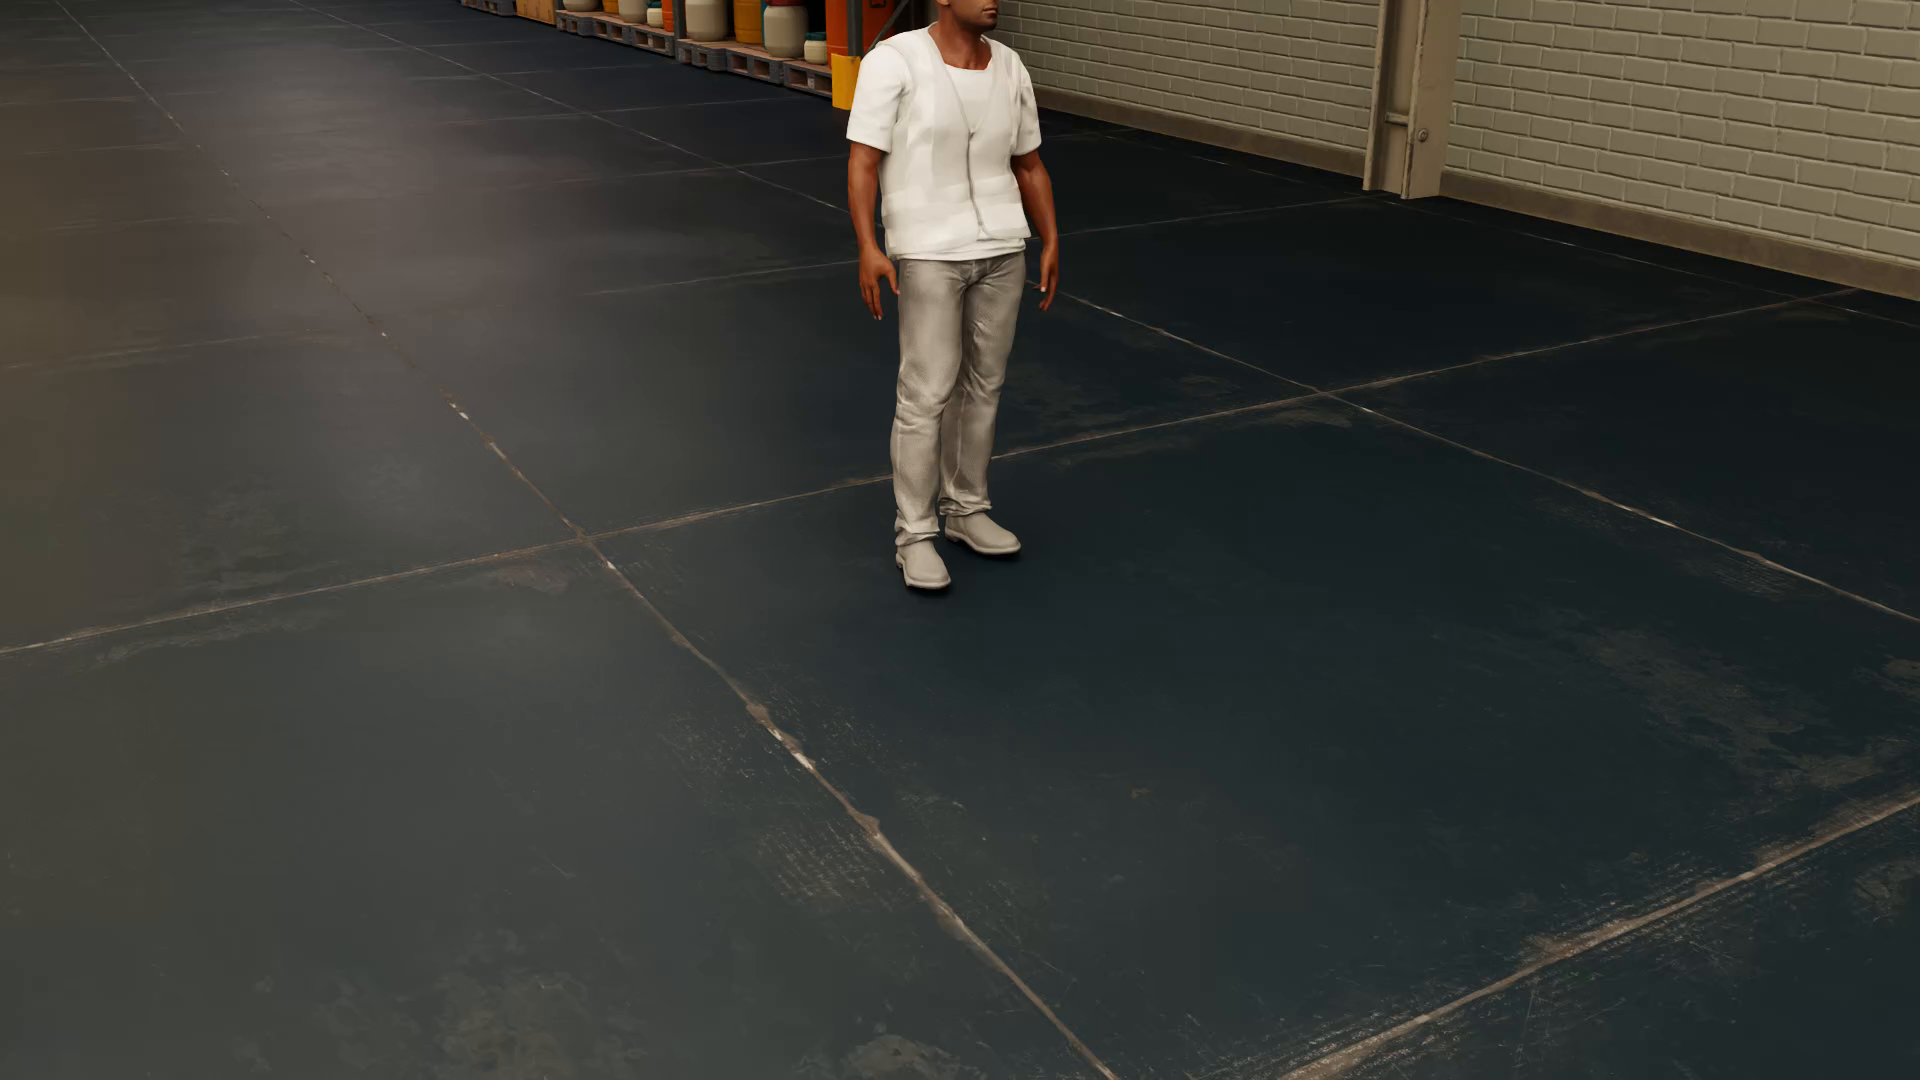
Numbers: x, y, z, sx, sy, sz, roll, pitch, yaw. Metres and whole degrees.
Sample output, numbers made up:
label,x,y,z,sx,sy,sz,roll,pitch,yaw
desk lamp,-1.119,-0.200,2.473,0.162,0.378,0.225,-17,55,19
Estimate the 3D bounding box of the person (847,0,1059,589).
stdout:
label,x,y,z,sx,sy,sz,roll,pitch,yaw
person,0.029,-0.800,4.738,0.665,1.765,0.577,-12,25,-28
